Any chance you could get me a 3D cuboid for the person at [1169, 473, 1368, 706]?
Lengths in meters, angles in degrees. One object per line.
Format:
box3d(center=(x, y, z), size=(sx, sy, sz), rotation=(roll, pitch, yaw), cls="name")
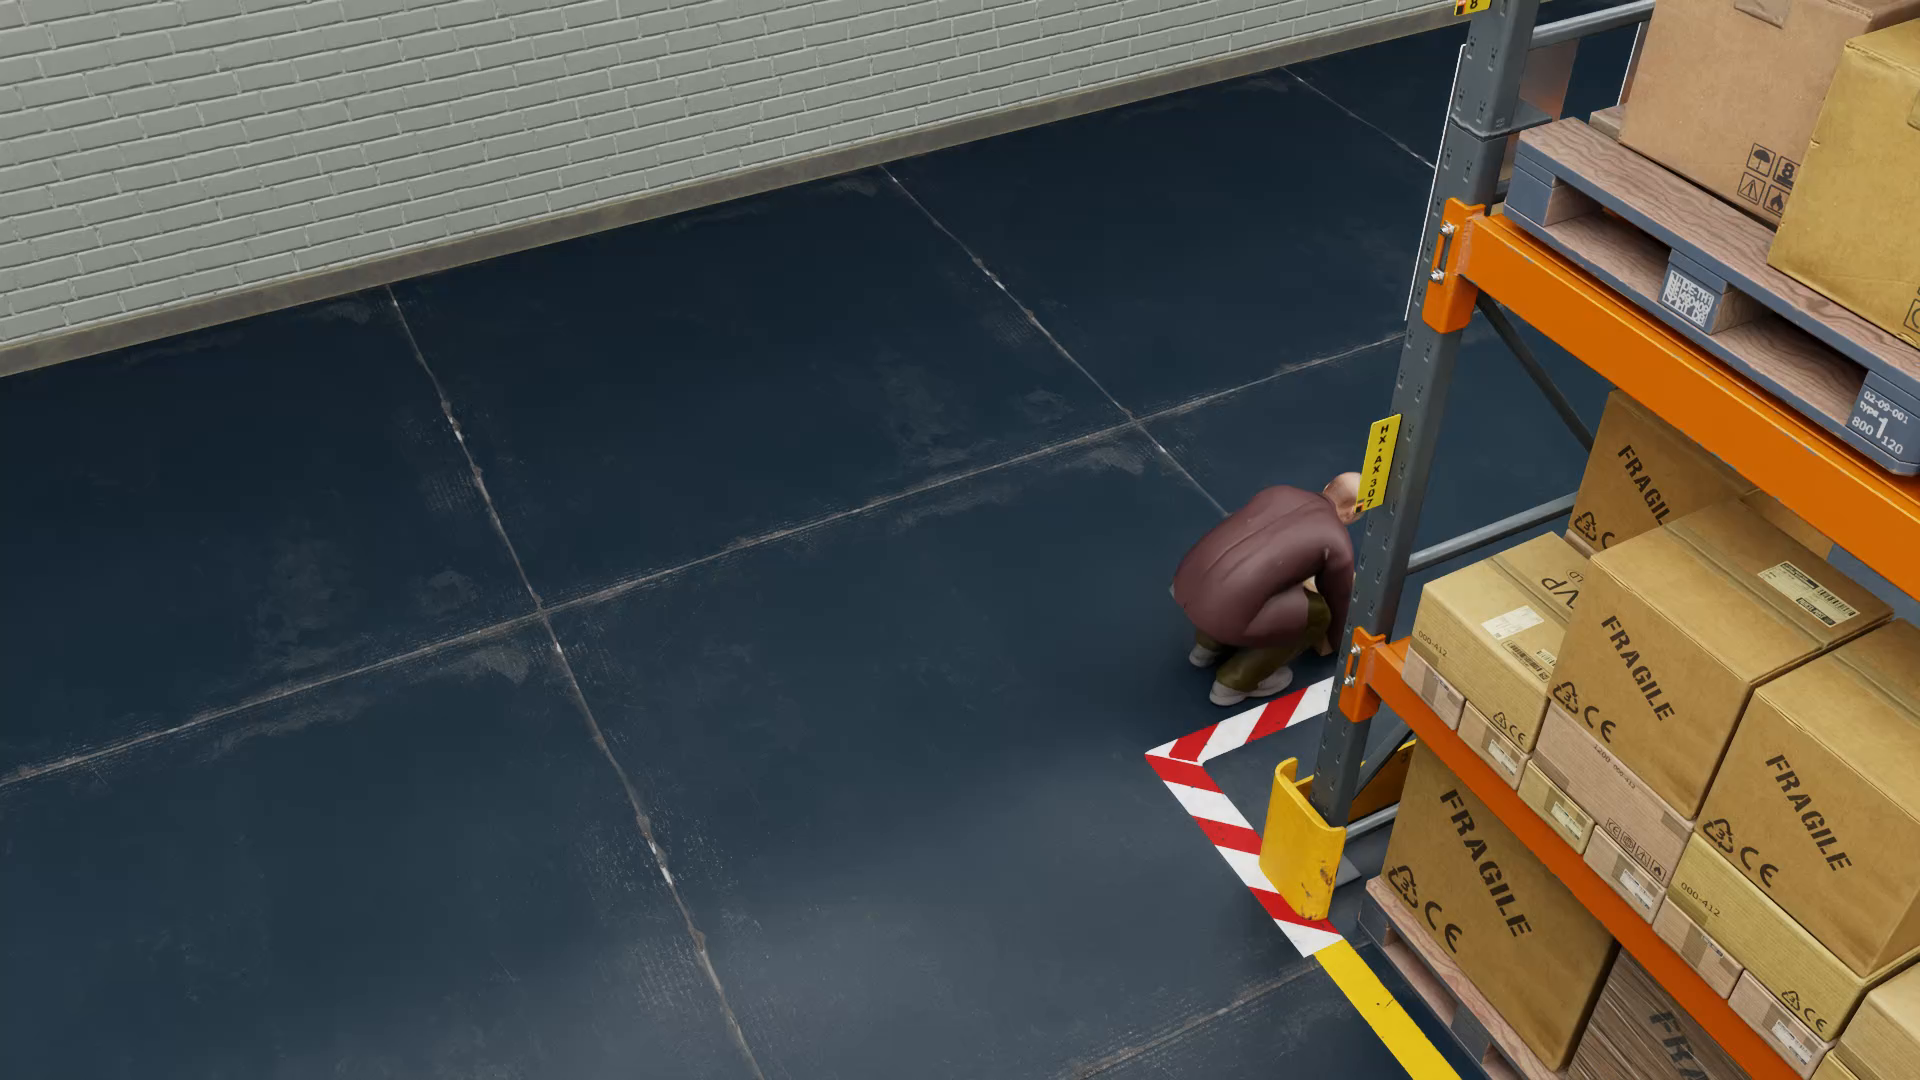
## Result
box3d(center=(1.267, 0.204, 6.711), size=(0.929, 0.810, 0.571), rotation=(-20, 44, -21), cls="person")
